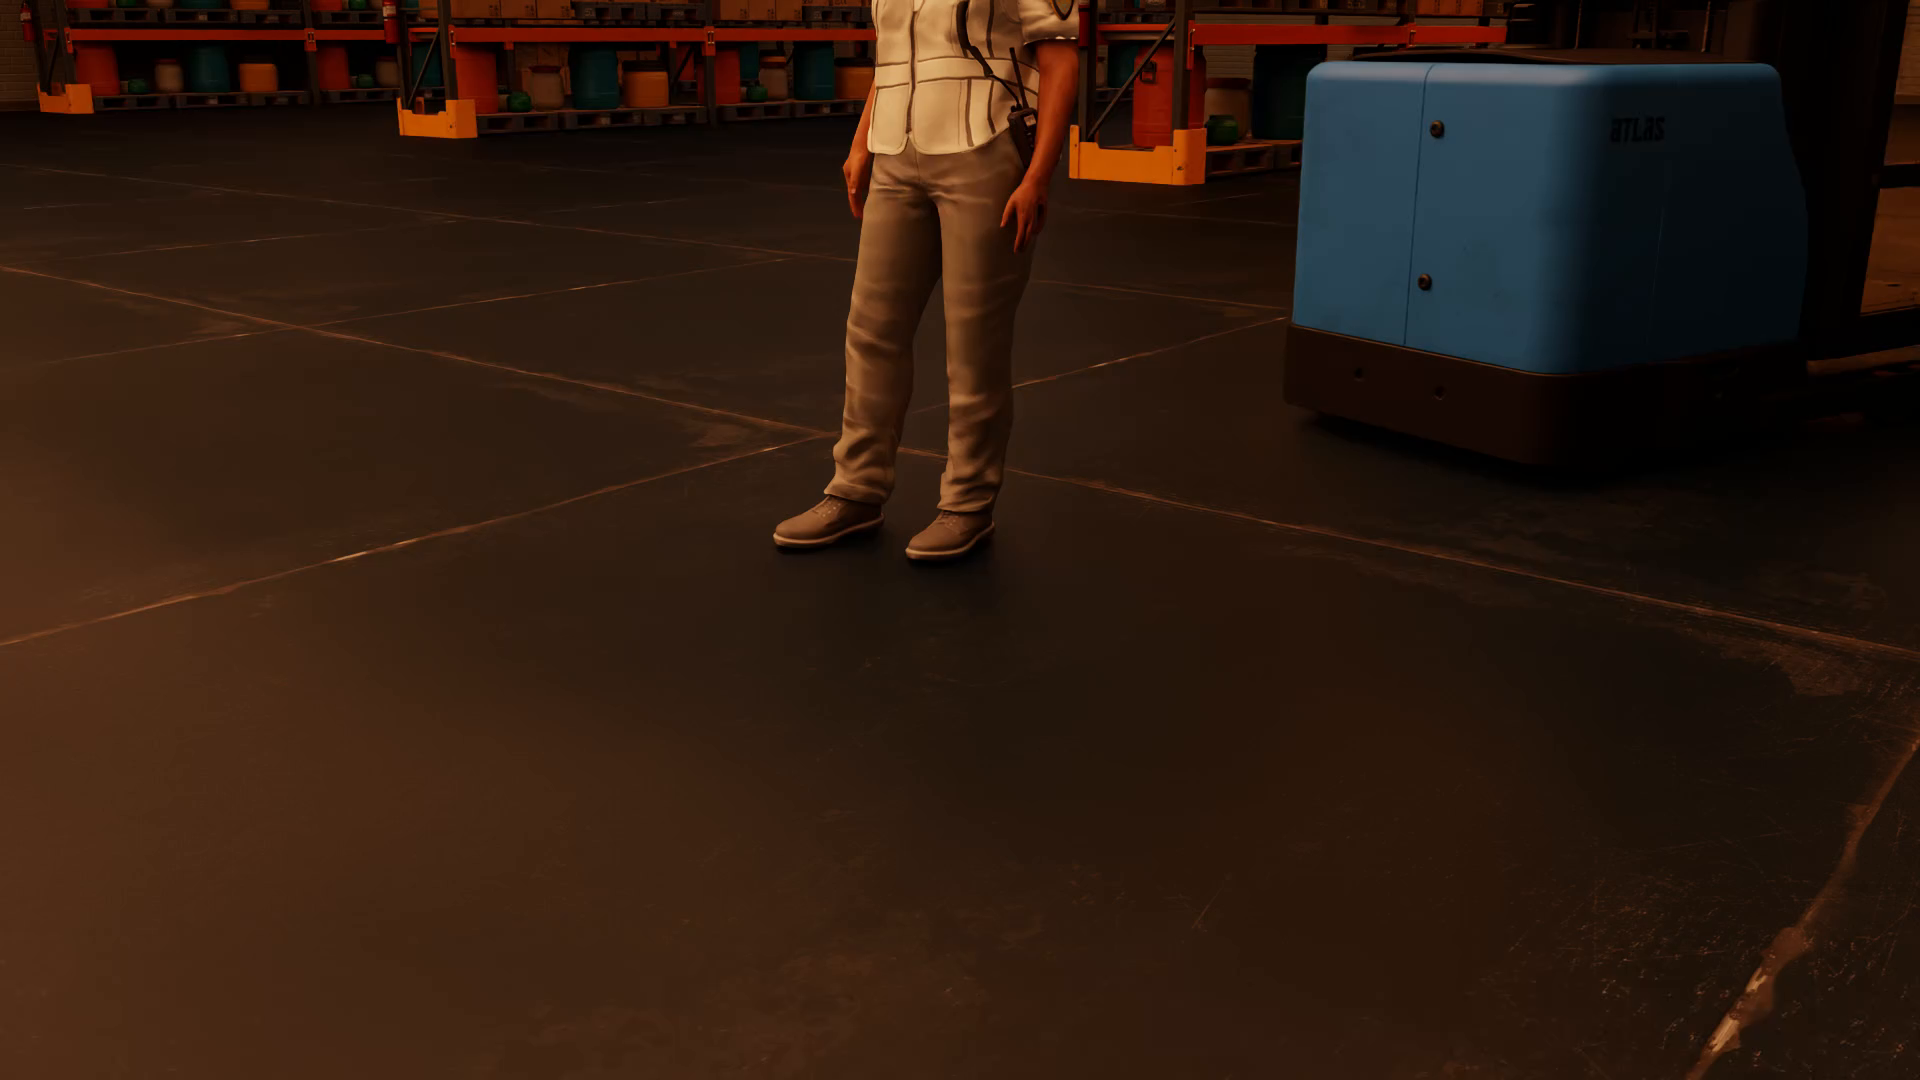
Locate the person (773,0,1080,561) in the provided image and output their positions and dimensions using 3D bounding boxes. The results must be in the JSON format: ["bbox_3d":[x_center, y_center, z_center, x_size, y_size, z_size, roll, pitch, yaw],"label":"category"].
[{"bbox_3d":[-0.066,-0.791,3.655,0.598,1.670,0.529,13,21,37],"label":"person"}]

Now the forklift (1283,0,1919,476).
[{"bbox_3d":[2.510,-1.877,5.078,3.031,2.935,1.130,-10,20,-31],"label":"forklift"}]
